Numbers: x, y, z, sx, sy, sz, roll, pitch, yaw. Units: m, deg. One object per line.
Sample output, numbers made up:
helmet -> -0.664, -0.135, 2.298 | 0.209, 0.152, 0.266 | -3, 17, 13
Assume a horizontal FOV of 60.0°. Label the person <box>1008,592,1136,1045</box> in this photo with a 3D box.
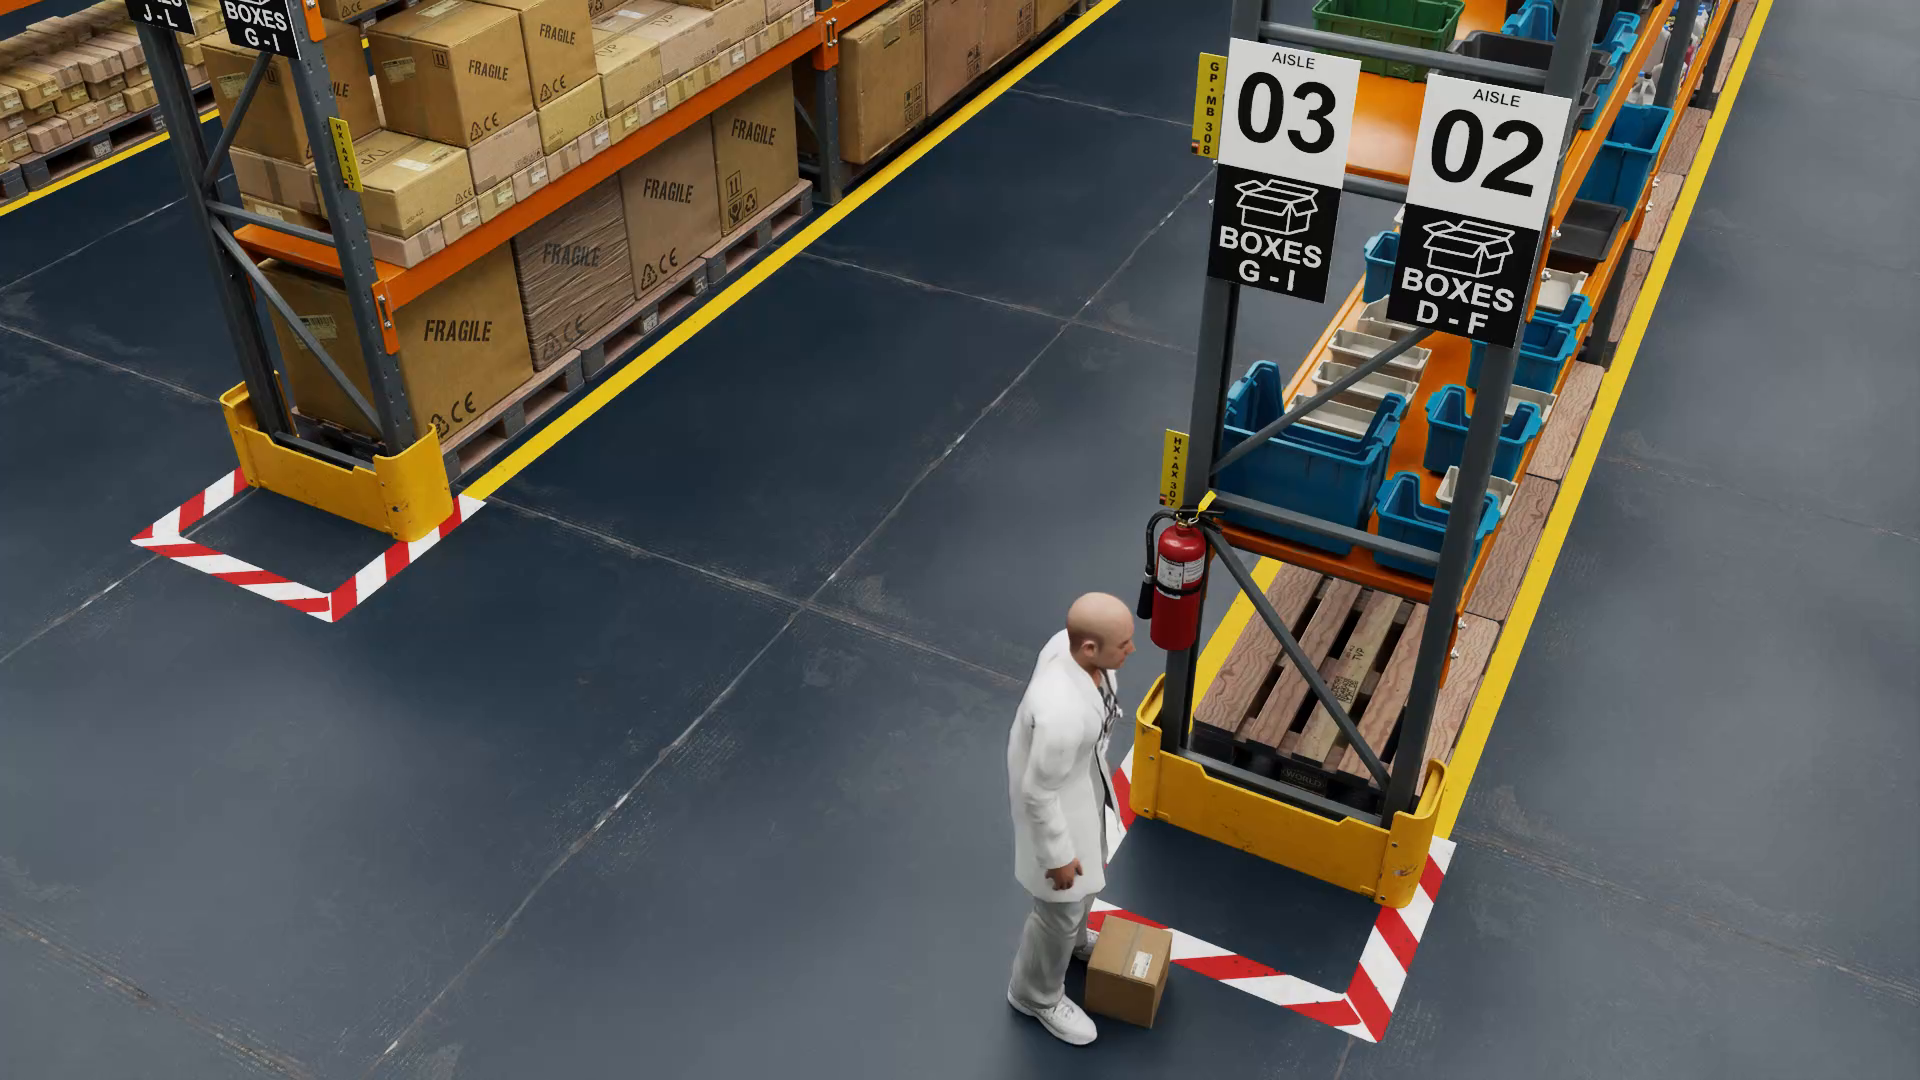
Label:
person -> 0.377, 0.887, 5.605 | 0.428, 1.773, 0.651 | 11, 39, 14
